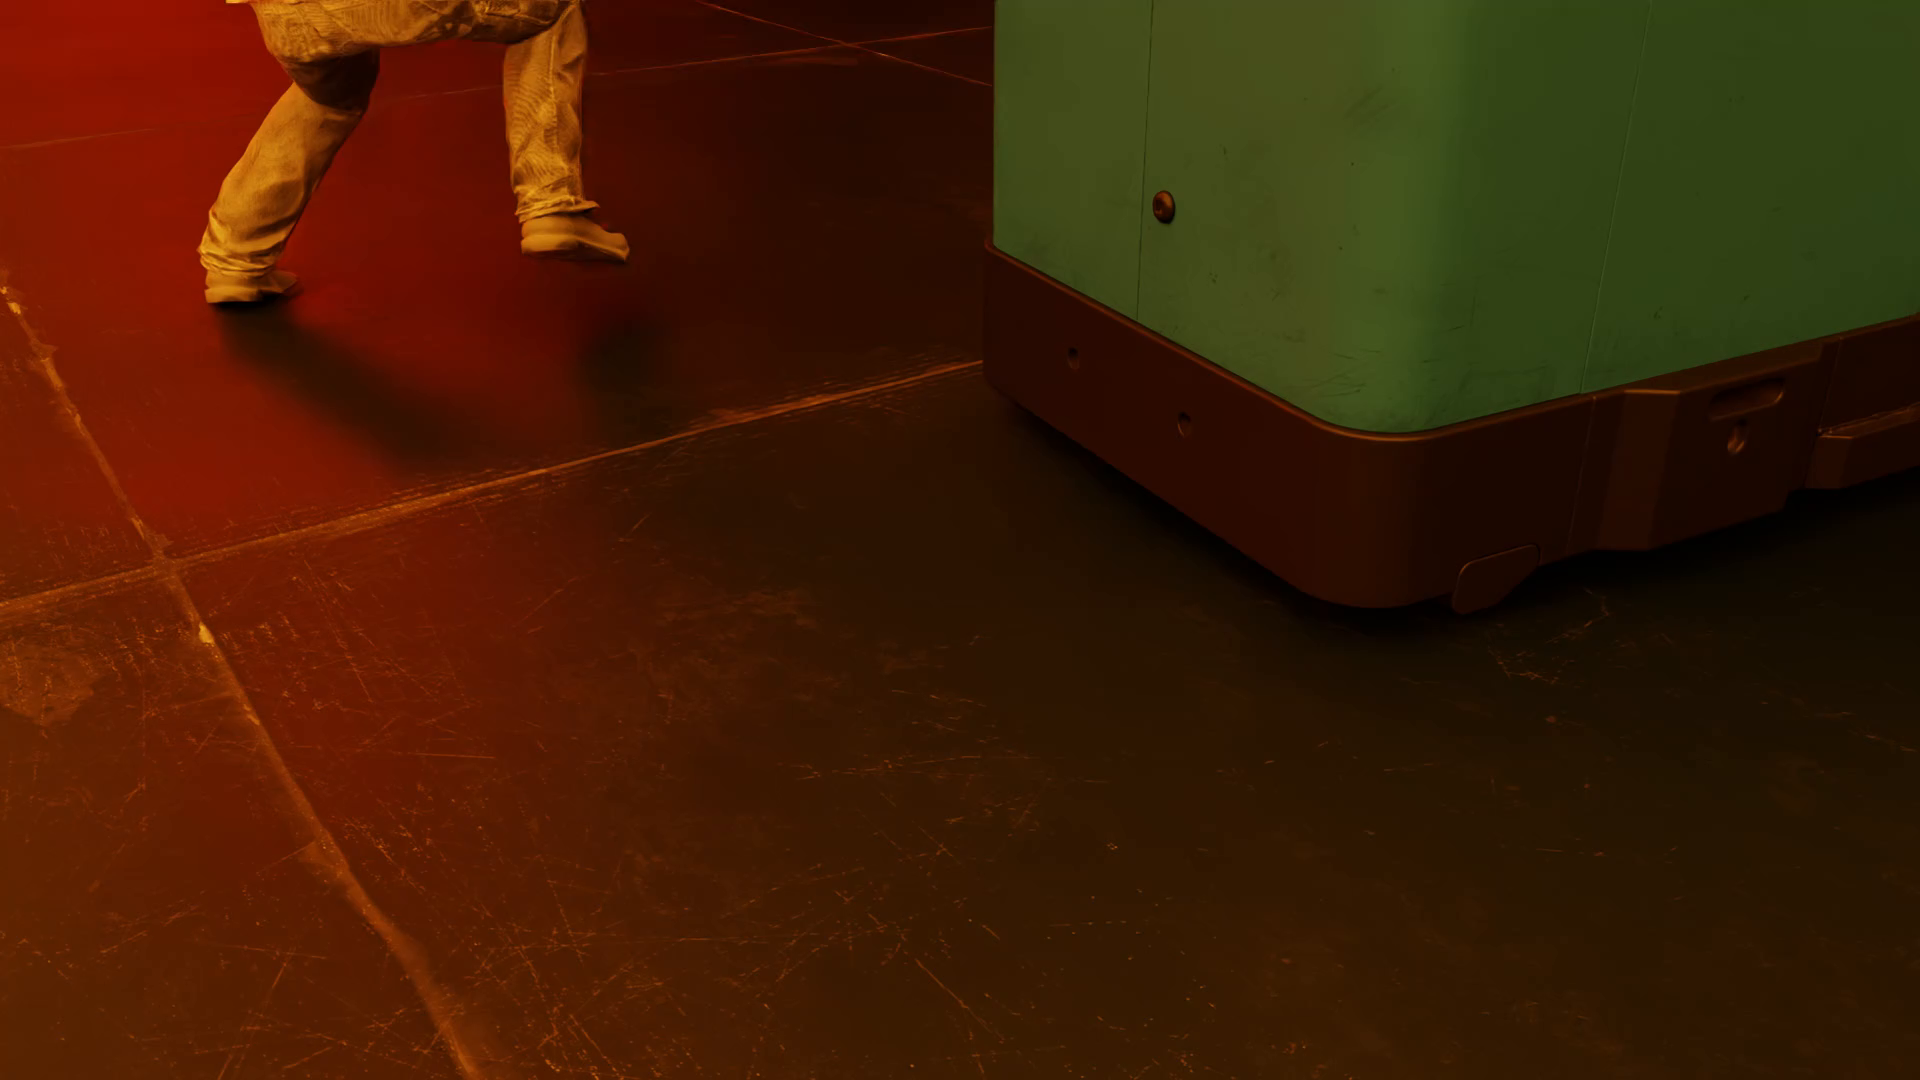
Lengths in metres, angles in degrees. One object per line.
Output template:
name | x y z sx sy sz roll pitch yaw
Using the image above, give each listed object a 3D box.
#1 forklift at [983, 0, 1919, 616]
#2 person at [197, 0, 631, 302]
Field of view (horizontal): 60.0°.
forklift | 1.586 -1.665 2.551 3.031 2.935 1.130 -13 30 -25
person | -1.140 -1.150 3.174 0.894 1.545 0.731 10 28 19
